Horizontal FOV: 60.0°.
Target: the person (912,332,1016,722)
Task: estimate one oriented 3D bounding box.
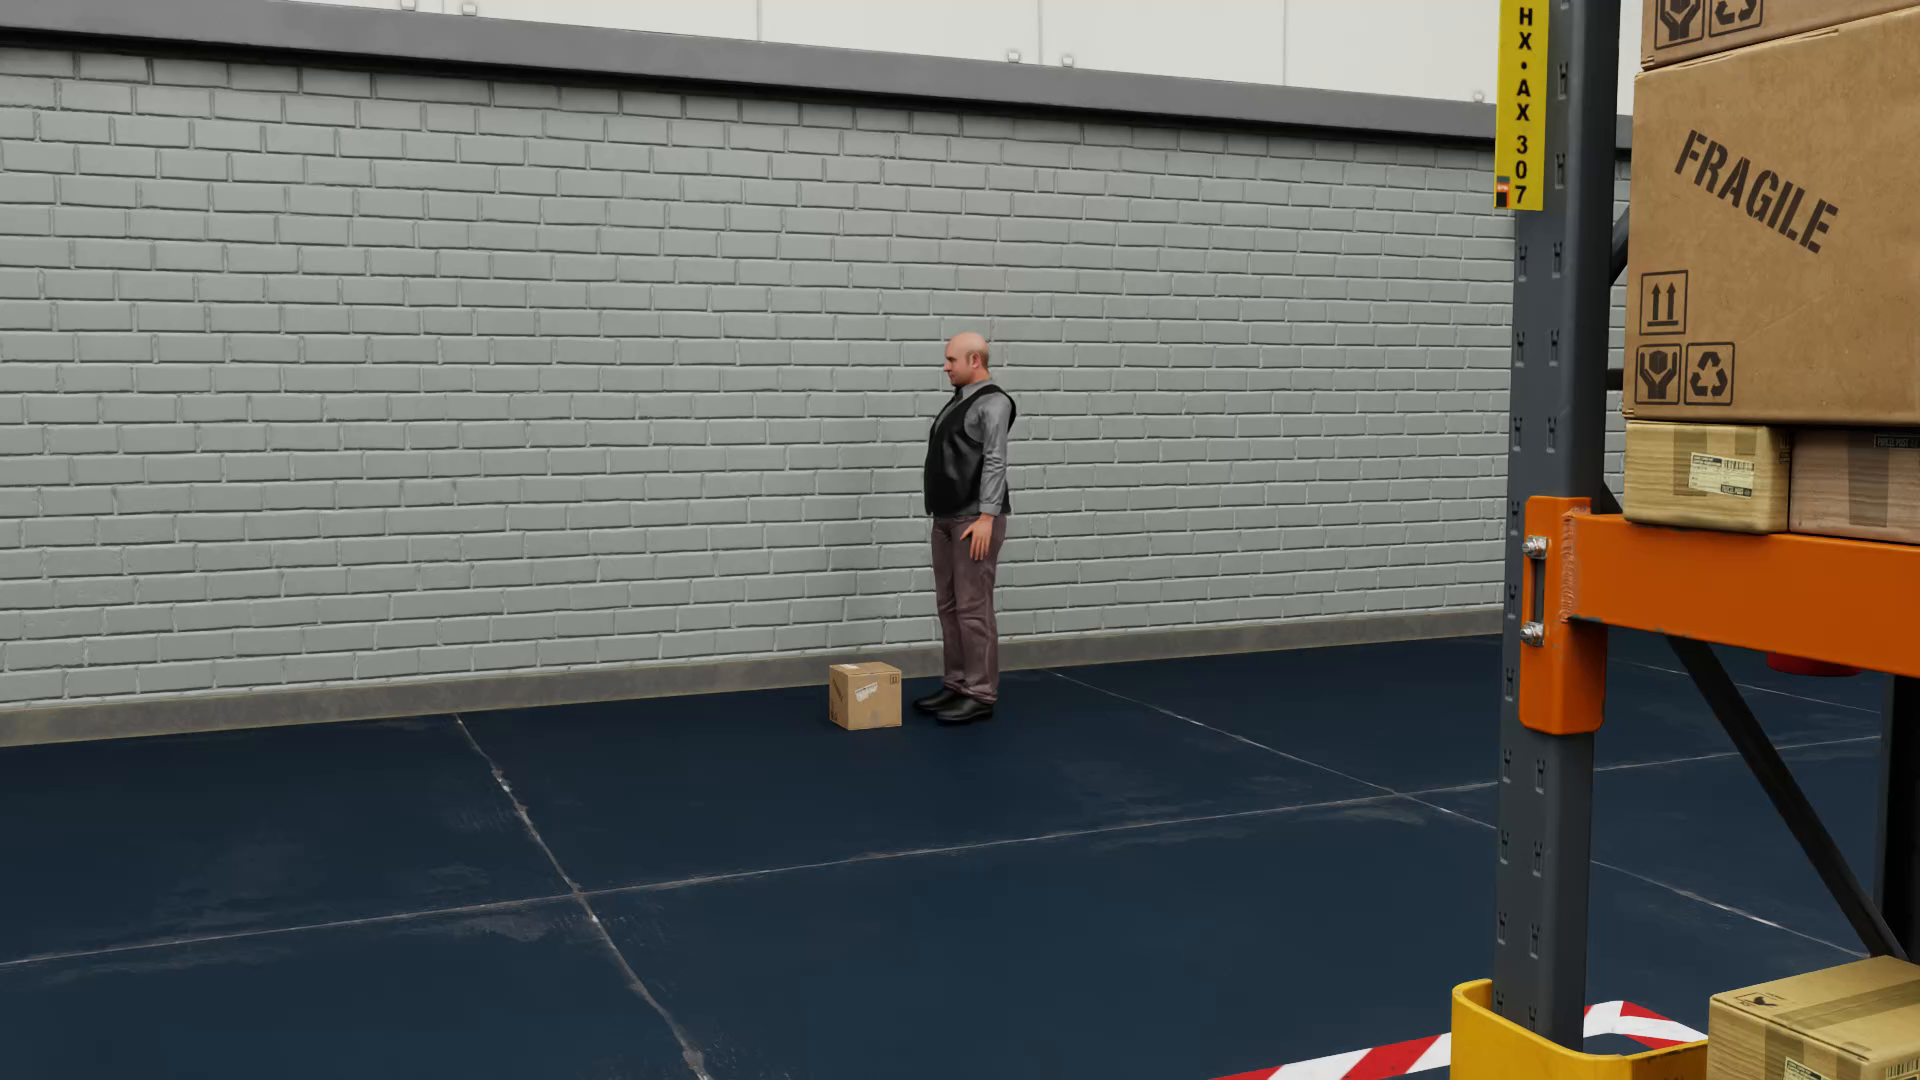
[{"bbox_3d":[0.005,-0.071,7.502,0.395,1.725,0.546,-2,6,-23],"label":"person"}]
